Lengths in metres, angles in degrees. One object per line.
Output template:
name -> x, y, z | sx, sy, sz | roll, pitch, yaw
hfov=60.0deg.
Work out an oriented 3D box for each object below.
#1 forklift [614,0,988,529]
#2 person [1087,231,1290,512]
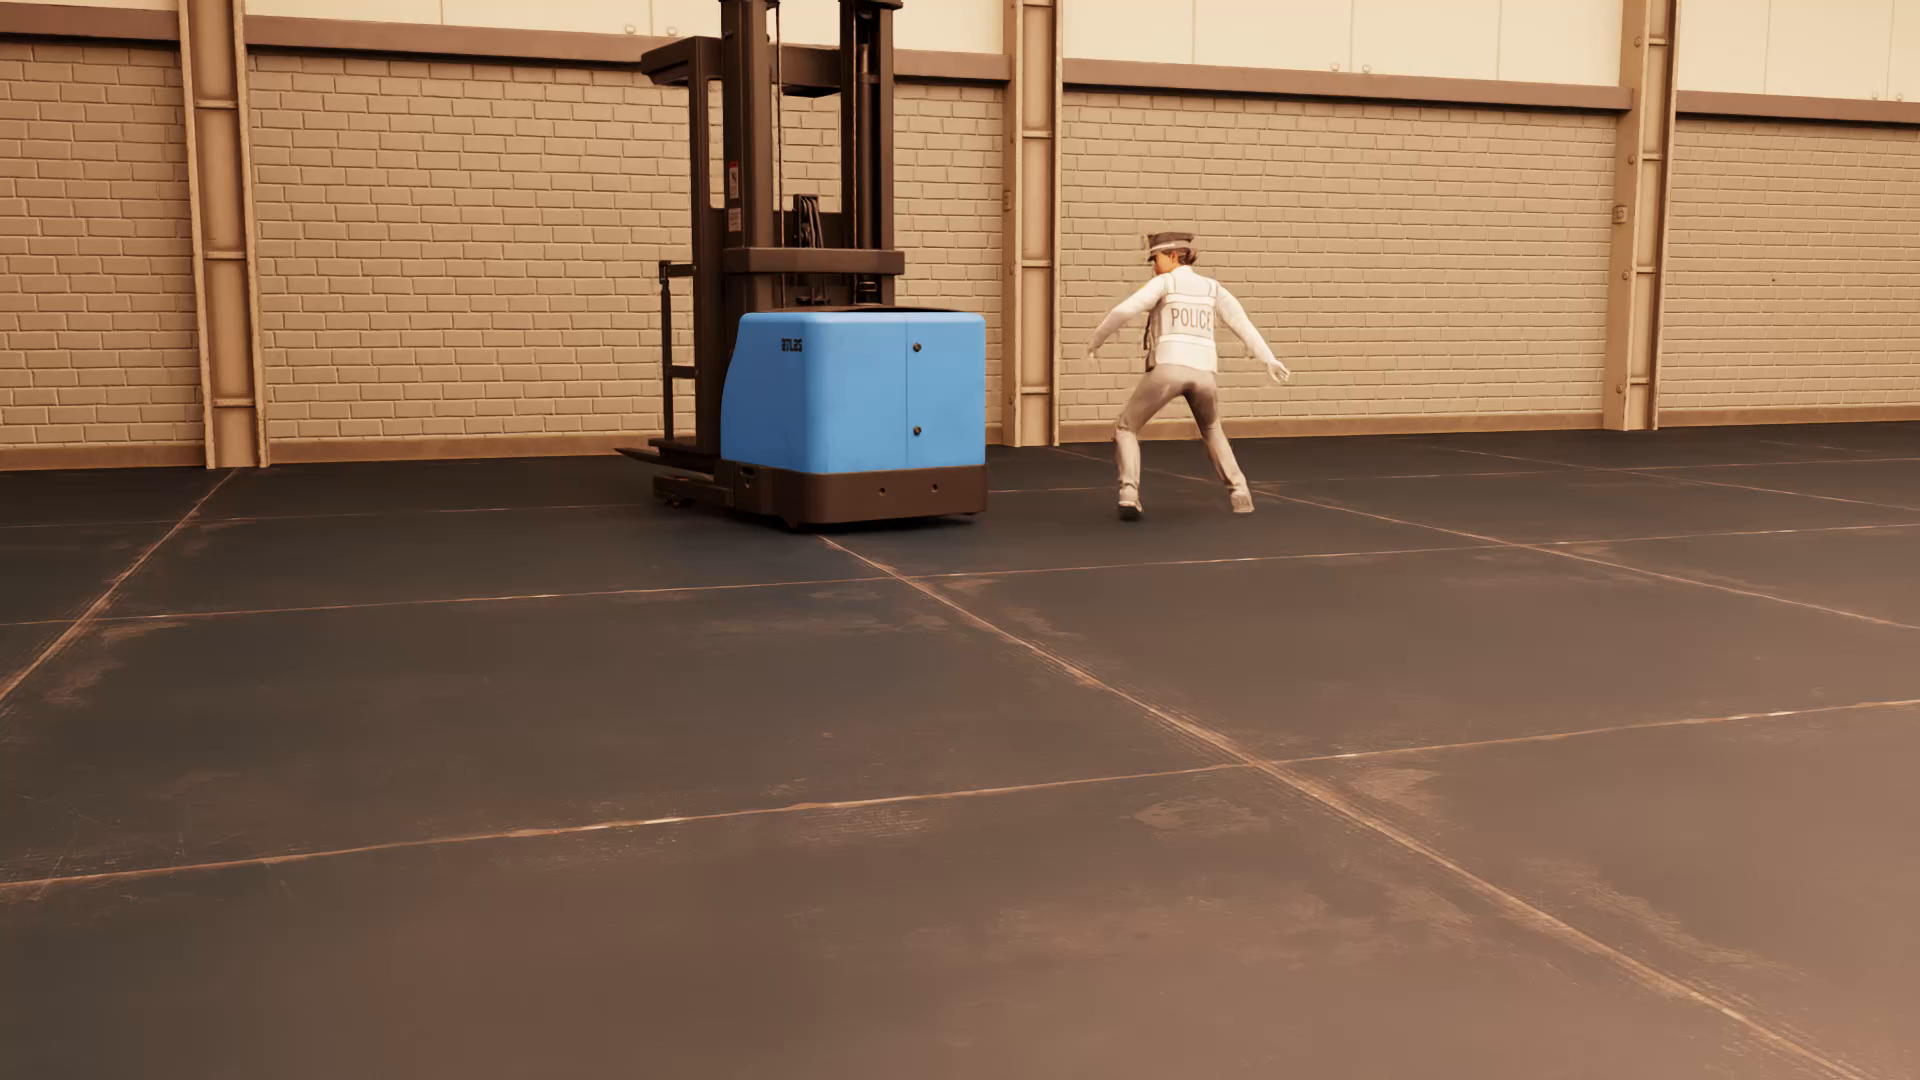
forklift -> -1.081, -1.663, 9.274 | 1.130, 2.935, 3.031 | -5, 9, -33
person -> 1.204, -0.832, 8.844 | 0.973, 1.606, 0.534 | -2, 8, -16
